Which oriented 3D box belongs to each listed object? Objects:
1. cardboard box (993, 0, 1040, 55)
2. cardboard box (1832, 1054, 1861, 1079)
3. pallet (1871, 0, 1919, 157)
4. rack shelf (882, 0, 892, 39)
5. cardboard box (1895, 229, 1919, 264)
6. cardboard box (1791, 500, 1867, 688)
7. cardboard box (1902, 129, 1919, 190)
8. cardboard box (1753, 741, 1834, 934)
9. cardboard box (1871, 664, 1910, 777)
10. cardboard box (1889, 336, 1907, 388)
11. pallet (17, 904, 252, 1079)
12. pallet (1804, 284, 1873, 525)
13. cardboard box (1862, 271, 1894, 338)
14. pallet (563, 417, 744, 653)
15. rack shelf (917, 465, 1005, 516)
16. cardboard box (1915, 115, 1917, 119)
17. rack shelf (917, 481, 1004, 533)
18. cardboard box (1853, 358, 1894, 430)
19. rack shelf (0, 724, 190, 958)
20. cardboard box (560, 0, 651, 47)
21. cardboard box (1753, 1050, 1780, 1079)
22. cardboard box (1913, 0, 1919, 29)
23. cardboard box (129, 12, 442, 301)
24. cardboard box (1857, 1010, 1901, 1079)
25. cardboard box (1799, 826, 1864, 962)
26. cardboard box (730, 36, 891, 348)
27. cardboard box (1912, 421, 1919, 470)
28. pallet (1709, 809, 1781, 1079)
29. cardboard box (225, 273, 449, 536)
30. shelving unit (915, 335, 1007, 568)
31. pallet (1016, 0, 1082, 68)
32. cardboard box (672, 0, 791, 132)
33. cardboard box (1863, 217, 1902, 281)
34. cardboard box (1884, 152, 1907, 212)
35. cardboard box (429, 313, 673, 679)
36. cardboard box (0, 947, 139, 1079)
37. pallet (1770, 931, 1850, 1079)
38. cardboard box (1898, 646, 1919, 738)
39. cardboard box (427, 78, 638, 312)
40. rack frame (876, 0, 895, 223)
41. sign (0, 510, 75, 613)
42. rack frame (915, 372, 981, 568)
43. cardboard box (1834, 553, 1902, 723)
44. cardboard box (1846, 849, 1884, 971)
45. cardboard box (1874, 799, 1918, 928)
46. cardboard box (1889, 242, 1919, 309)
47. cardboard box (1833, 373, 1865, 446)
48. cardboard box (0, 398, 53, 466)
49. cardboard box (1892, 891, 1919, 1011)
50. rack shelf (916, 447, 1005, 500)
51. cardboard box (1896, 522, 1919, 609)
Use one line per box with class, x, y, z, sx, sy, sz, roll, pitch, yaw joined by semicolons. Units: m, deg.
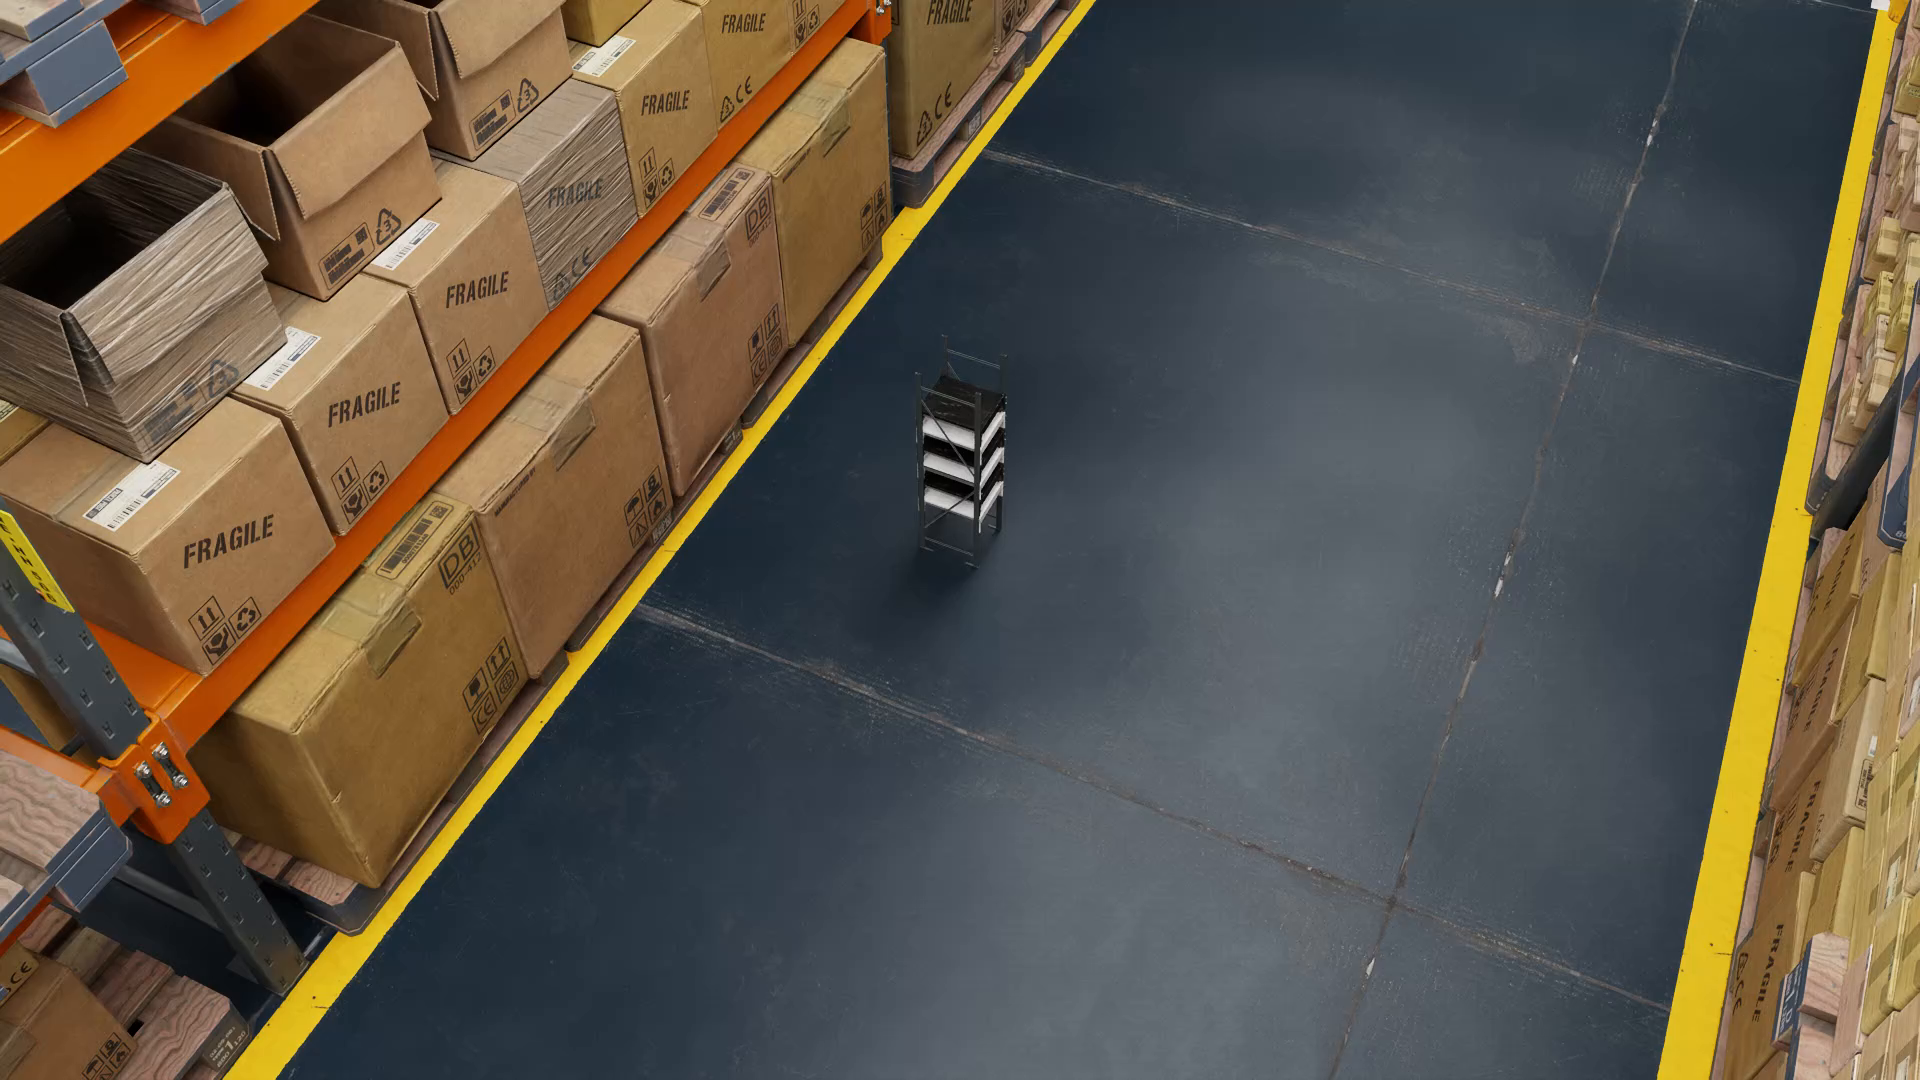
cardboard box;-0.035;-3.032;7.980;0.875;0.875;0.875;20;52;16
cardboard box;1.862;1.187;3.159;0.380;0.149;0.250;20;52;16
pallet;4.965;-2.103;7.901;1.003;0.211;1.213;20;52;16
rack shelf;0.081;-3.680;7.884;1.077;0.370;4.000;20;52;16
cardboard box;4.005;-1.185;6.690;0.380;0.149;0.250;21;53;17
cardboard box;3.112;0.244;5.439;0.500;0.500;0.500;22;53;17
cardboard box;4.075;-1.510;6.770;0.380;0.149;0.250;18;52;15
cardboard box;2.676;0.974;4.817;0.500;0.500;0.500;21;53;17
cardboard box;2.307;0.476;3.765;0.380;0.149;0.250;21;53;17
cardboard box;3.584;-0.588;5.986;0.380;0.149;0.250;21;53;17
pallet;-2.818;1.659;4.699;1.003;0.211;1.213;20;52;16
pallet;3.923;-0.423;6.471;1.003;0.211;1.213;20;52;16
cardboard box;3.718;-0.862;6.415;0.380;0.149;0.250;18;52;15
pallet;-1.555;-0.234;6.310;1.003;0.211;1.213;20;52;16
rack shelf;0.003;-0.217;6.006;0.258;0.077;0.200;20;52;16
cardboard box;4.495;-1.836;7.439;0.380;0.149;0.250;20;52;16
rack shelf;0.003;-0.159;6.075;0.258;0.077;0.200;20;52;16
cardboard box;3.515;-0.482;6.091;0.380;0.149;0.250;21;53;17
rack shelf;-3.337;1.829;3.197;1.077;0.370;4.000;20;52;16
cardboard box;-1.343;-1.982;5.243;0.797;0.503;0.637;20;53;16
cardboard box;2.229;1.681;4.216;0.500;0.500;0.500;22;53;18
cardboard box;4.863;-2.563;8.057;0.380;0.149;0.250;21;53;17
cardboard box;-1.875;-1.085;4.480;0.797;0.503;0.637;21;53;17
cardboard box;1.871;1.078;3.057;0.380;0.149;0.250;22;53;17
cardboard box;2.451;1.080;4.235;0.500;0.250;0.500;21;53;17
cardboard box;-1.029;-1.537;6.707;1.225;0.875;0.875;20;52;16
cardboard box;2.752;-0.250;4.382;0.380;0.149;0.250;20;53;16
pallet;2.817;1.431;4.894;1.003;0.211;1.213;20;52;16
cardboard box;-1.811;-0.416;4.569;0.500;0.500;0.500;19;52;15
shelving unit;0.003;-0.297;5.912;0.258;0.900;0.210;20;52;16
pallet;0.142;-2.974;8.642;1.003;0.211;1.213;20;52;16
cardboard box;-0.944;-1.819;5.763;0.500;0.500;0.500;21;53;17
cardboard box;3.969;-1.159;6.862;0.380;0.149;0.250;20;52;16
cardboard box;4.215;-1.493;7.147;0.380;0.149;0.250;20;52;16
cardboard box;-1.781;-0.309;5.663;1.225;0.875;0.875;20;52;16
cardboard box;-2.751;1.354;4.481;0.700;0.500;0.500;17;52;14
pallet;2.167;1.438;3.182;1.213;0.211;1.003;20;52;16
cardboard box;2.307;0.373;3.657;0.380;0.149;0.250;21;53;17
cardboard box;-1.379;-1.114;5.163;0.500;0.500;0.500;20;52;16
rack frame;-0.774;-2.536;6.439;1.000;3.000;0.127;20;52;16
sign;-1.988;0.039;3.539;0.100;0.325;0.005;20;52;16
rack frame;-0.040;-0.227;5.852;0.240;0.900;0.006;20;52;16
cardboard box;2.888;0.369;4.840;0.500;0.250;0.500;21;53;17
cardboard box;2.081;0.840;3.455;0.380;0.149;0.250;19;52;16
cardboard box;2.088;0.724;3.359;0.380;0.149;0.250;20;52;16
cardboard box;3.758;-0.950;6.294;0.380;0.149;0.250;19;52;16
cardboard box;3.527;-0.446;6.256;0.380;0.149;0.250;20;53;17
cardboard box;-2.496;-0.235;4.414;0.500;0.500;0.500;21;53;17
cardboard box;1.975;0.815;3.086;0.380;0.149;0.250;21;53;17
rack shelf;0.003;-0.276;5.937;0.258;0.077;0.200;20;52;16
cardboard box;2.531;0.115;4.072;0.380;0.149;0.250;19;52;15
